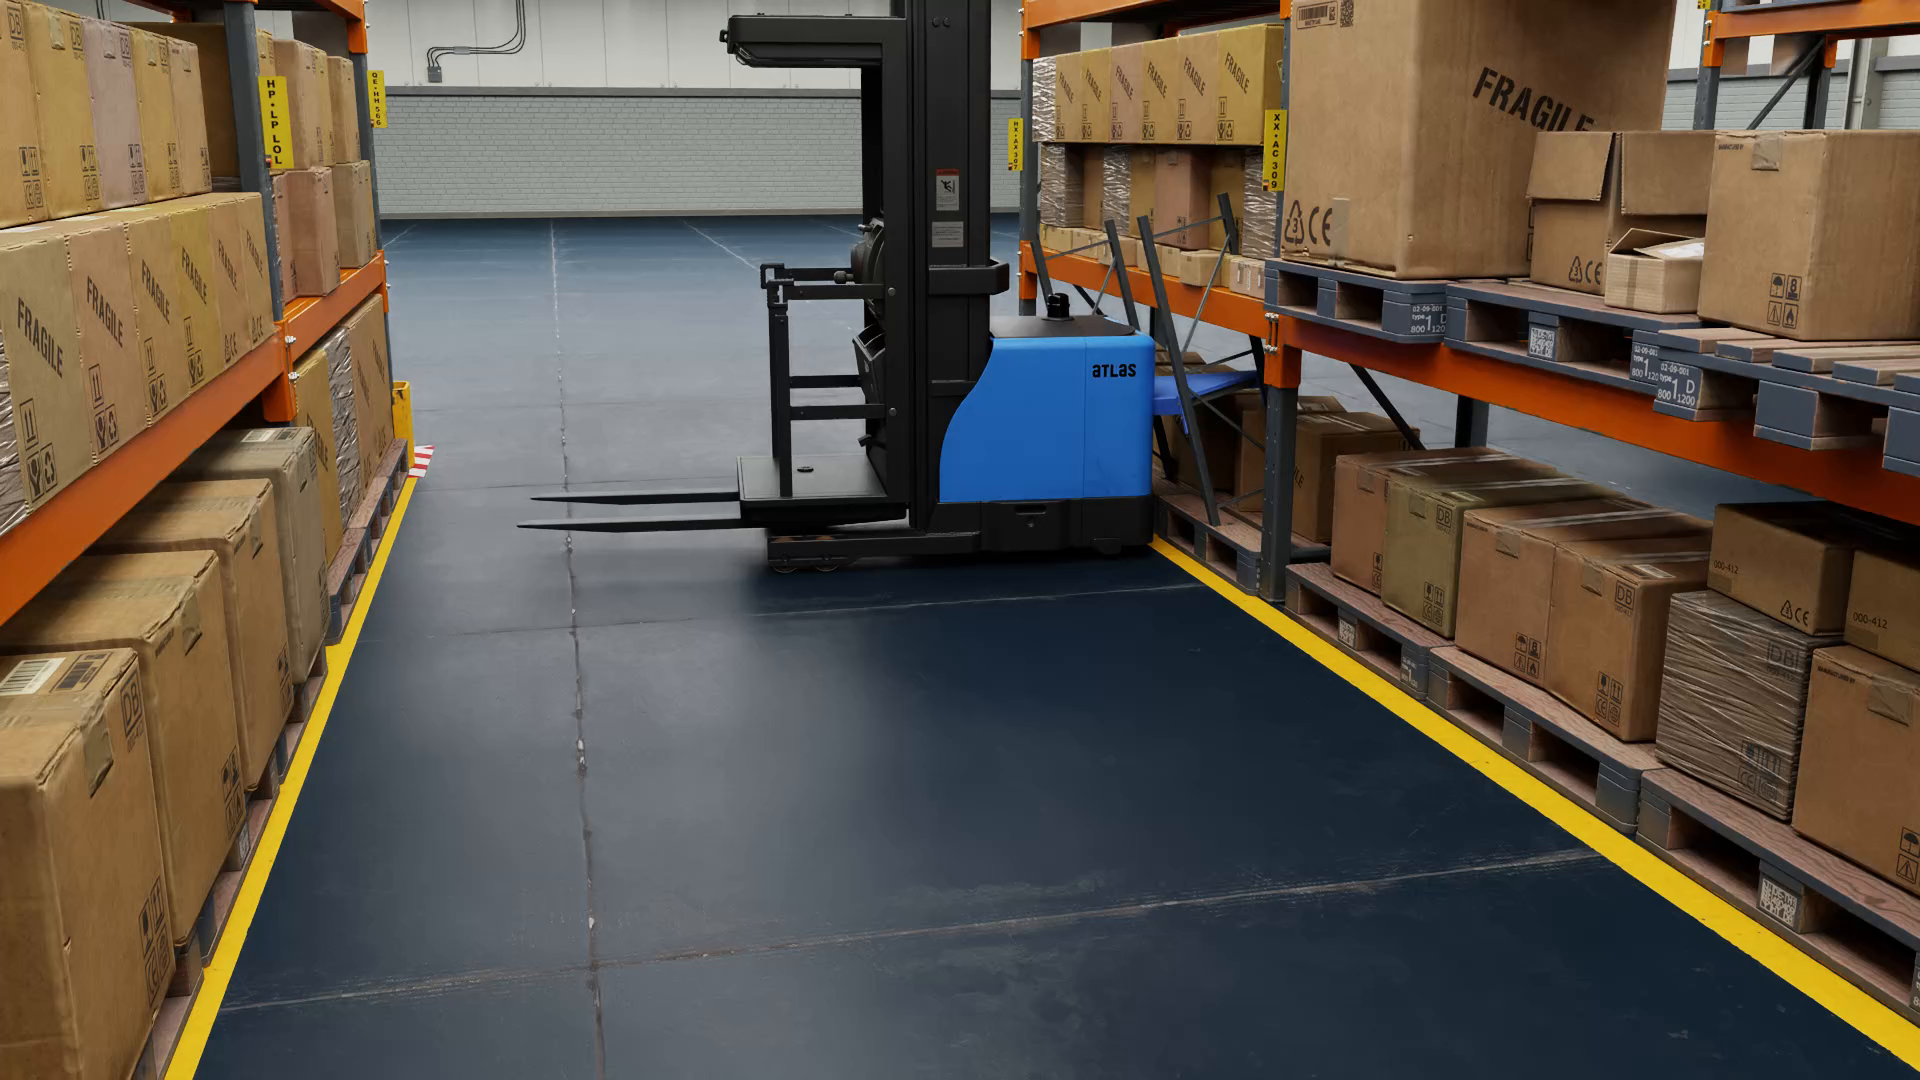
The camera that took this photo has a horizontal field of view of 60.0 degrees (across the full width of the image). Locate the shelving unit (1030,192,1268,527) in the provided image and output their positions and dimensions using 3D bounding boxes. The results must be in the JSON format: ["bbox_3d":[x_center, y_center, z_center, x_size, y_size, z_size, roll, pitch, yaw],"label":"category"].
[{"bbox_3d":[0.991,-0.856,8.240,0.538,1.500,1.048,-20,11,-24],"label":"shelving unit"}]

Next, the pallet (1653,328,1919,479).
[{"bbox_3d":[2.494,-0.359,3.982,1.213,0.211,1.003,-3,14,-13],"label":"pallet"}]

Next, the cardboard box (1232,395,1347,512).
[{"bbox_3d":[1.629,-0.433,8.260,0.500,0.500,0.500,1,14,5],"label":"cardboard box"}]

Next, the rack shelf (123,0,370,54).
[{"bbox_3d":[-3.489,-2.533,7.669,1.077,0.370,4.000,-3,14,-13],"label":"rack shelf"}]

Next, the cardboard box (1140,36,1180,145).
[{"bbox_3d":[1.217,-2.215,8.228,0.500,0.500,0.500,-3,14,-13],"label":"cardboard box"}]

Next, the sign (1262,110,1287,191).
[{"bbox_3d":[1.300,-1.605,6.854,0.100,0.325,0.005,-3,14,-13],"label":"sign"}]

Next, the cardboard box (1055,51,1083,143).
[{"bbox_3d":[0.861,-2.561,9.643,0.500,0.500,0.500,-3,14,-13],"label":"cardboard box"}]

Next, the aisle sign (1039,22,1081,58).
[{"bbox_3d":[0.580,-3.400,10.546,0.394,0.787,0.004,-3,14,-13],"label":"aisle sign"}]

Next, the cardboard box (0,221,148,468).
[{"bbox_3d":[-2.163,-0.442,3.704,0.500,0.500,0.500,-3,14,-13],"label":"cardboard box"}]

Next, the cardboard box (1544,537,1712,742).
[{"bbox_3d":[2.306,0.295,5.237,0.700,0.500,0.500,-2,14,-8],"label":"cardboard box"}]

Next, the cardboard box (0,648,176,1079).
[{"bbox_3d":[-2.135,0.702,3.087,1.050,0.750,0.750,-3,14,-14],"label":"cardboard box"}]

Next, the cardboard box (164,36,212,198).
[{"bbox_3d":[-2.897,-1.384,5.453,0.700,0.500,0.500,-4,14,-14],"label":"cardboard box"}]

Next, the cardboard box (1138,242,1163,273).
[{"bbox_3d":[1.151,-1.475,8.673,0.380,0.149,0.250,-3,14,-13],"label":"cardboard box"}]

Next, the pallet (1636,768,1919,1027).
[{"bbox_3d":[2.583,0.880,4.379,1.003,0.211,1.213,-3,14,-13],"label":"pallet"}]

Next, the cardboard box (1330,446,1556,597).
[{"bbox_3d":[1.949,-0.073,6.747,0.700,0.500,0.500,-4,14,-18],"label":"cardboard box"}]

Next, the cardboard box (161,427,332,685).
[{"bbox_3d":[-2.786,0.063,5.703,1.050,0.750,0.750,-3,14,-13],"label":"cardboard box"}]

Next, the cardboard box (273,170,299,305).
[{"bbox_3d":[-3.269,-1.247,6.893,0.875,0.550,0.550,-3,14,-13],"label":"cardboard box"}]

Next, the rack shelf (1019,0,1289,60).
[{"bbox_3d":[1.356,-2.786,8.705,1.077,0.370,4.000,-3,14,-13],"label":"rack shelf"}]

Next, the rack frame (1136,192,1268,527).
[{"bbox_3d":[1.214,-0.830,7.784,0.500,1.500,0.032,-20,11,-24],"label":"rack frame"}]

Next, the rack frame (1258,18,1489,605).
[{"bbox_3d":[1.826,-1.217,7.087,1.000,3.000,0.127,-3,14,-13],"label":"rack frame"}]

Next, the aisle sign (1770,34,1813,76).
[{"bbox_3d":[5.973,-3.712,11.822,0.394,0.787,0.004,-3,14,-13],"label":"aisle sign"}]

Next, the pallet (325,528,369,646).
[{"bbox_3d":[-3.122,0.211,7.118,1.003,0.211,1.213,-3,14,-13],"label":"pallet"}]

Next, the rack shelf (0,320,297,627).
[{"bbox_3d":[-2.550,-0.153,4.248,1.077,0.370,4.000,-3,14,-13],"label":"rack shelf"}]

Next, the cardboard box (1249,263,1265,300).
[{"bbox_3d":[1.489,-1.128,7.253,0.380,0.149,0.250,-3,14,-13],"label":"cardboard box"}]

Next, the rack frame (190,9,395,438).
[{"bbox_3d":[-3.959,-1.886,9.828,1.000,3.000,0.127,-3,14,-13],"label":"rack frame"}]

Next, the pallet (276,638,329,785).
[{"bbox_3d":[-2.765,0.565,5.671,1.003,0.211,1.213,-3,14,-13],"label":"pallet"}]

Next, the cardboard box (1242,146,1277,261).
[{"bbox_3d":[1.780,-1.517,7.479,0.875,0.500,0.500,-3,14,-13],"label":"cardboard box"}]

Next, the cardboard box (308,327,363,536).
[{"bbox_3d":[-3.314,-0.492,7.714,0.875,0.875,0.875,-3,14,-13],"label":"cardboard box"}]

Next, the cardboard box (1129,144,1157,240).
[{"bbox_3d":[1.404,-1.862,8.890,0.875,0.500,0.500,-3,14,-13],"label":"cardboard box"}]

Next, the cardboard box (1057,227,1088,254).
[{"bbox_3d":[0.806,-1.821,10.091,0.380,0.149,0.250,-3,14,-13],"label":"cardboard box"}]

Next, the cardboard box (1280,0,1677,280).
[{"bbox_3d":[1.876,-1.521,6.184,1.000,1.000,1.000,-3,14,-13],"label":"cardboard box"}]

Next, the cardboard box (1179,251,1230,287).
[{"bbox_3d":[1.273,-1.299,7.952,0.380,0.149,0.250,-3,14,-13],"label":"cardboard box"}]

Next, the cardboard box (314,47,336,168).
[{"bbox_3d":[-3.440,-2.023,7.794,0.875,0.550,0.500,-3,14,-13],"label":"cardboard box"}]

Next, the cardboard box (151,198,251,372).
[{"bbox_3d":[-2.518,-0.790,5.130,0.500,0.500,0.500,-3,14,-14],"label":"cardboard box"}]

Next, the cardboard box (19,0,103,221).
[{"bbox_3d":[-2.539,-1.032,4.014,0.700,0.500,0.500,-3,14,-14],"label":"cardboard box"}]

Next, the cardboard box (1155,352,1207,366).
[{"bbox_3d":[1.190,-0.848,9.961,0.500,0.500,0.500,0,14,2],"label":"cardboard box"}]

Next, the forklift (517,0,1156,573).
[{"bbox_3d":[-0.618,-1.402,7.991,3.031,2.935,1.130,-2,14,-8],"label":"forklift"}]

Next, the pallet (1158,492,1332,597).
[{"bbox_3d":[1.634,-0.015,8.044,1.003,0.211,1.213,-3,14,-13],"label":"pallet"}]

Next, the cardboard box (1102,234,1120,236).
[{"bbox_3d":[1.022,-1.651,9.392,0.380,0.149,0.250,-3,14,-13],"label":"cardboard box"}]

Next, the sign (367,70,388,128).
[{"bbox_3d":[-3.428,-2.591,9.773,0.100,0.325,0.005,-3,14,-13],"label":"sign"}]

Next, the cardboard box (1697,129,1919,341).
[{"bbox_3d":[2.371,-0.792,4.254,0.700,0.500,0.500,-1,14,-5],"label":"cardboard box"}]

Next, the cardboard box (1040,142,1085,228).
[{"bbox_3d":[0.989,-2.204,10.292,0.875,0.500,0.500,-3,14,-13],"label":"cardboard box"}]

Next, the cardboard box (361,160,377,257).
[{"bbox_3d":[-3.828,-1.876,9.470,0.875,0.550,0.550,-3,14,-13],"label":"cardboard box"}]
